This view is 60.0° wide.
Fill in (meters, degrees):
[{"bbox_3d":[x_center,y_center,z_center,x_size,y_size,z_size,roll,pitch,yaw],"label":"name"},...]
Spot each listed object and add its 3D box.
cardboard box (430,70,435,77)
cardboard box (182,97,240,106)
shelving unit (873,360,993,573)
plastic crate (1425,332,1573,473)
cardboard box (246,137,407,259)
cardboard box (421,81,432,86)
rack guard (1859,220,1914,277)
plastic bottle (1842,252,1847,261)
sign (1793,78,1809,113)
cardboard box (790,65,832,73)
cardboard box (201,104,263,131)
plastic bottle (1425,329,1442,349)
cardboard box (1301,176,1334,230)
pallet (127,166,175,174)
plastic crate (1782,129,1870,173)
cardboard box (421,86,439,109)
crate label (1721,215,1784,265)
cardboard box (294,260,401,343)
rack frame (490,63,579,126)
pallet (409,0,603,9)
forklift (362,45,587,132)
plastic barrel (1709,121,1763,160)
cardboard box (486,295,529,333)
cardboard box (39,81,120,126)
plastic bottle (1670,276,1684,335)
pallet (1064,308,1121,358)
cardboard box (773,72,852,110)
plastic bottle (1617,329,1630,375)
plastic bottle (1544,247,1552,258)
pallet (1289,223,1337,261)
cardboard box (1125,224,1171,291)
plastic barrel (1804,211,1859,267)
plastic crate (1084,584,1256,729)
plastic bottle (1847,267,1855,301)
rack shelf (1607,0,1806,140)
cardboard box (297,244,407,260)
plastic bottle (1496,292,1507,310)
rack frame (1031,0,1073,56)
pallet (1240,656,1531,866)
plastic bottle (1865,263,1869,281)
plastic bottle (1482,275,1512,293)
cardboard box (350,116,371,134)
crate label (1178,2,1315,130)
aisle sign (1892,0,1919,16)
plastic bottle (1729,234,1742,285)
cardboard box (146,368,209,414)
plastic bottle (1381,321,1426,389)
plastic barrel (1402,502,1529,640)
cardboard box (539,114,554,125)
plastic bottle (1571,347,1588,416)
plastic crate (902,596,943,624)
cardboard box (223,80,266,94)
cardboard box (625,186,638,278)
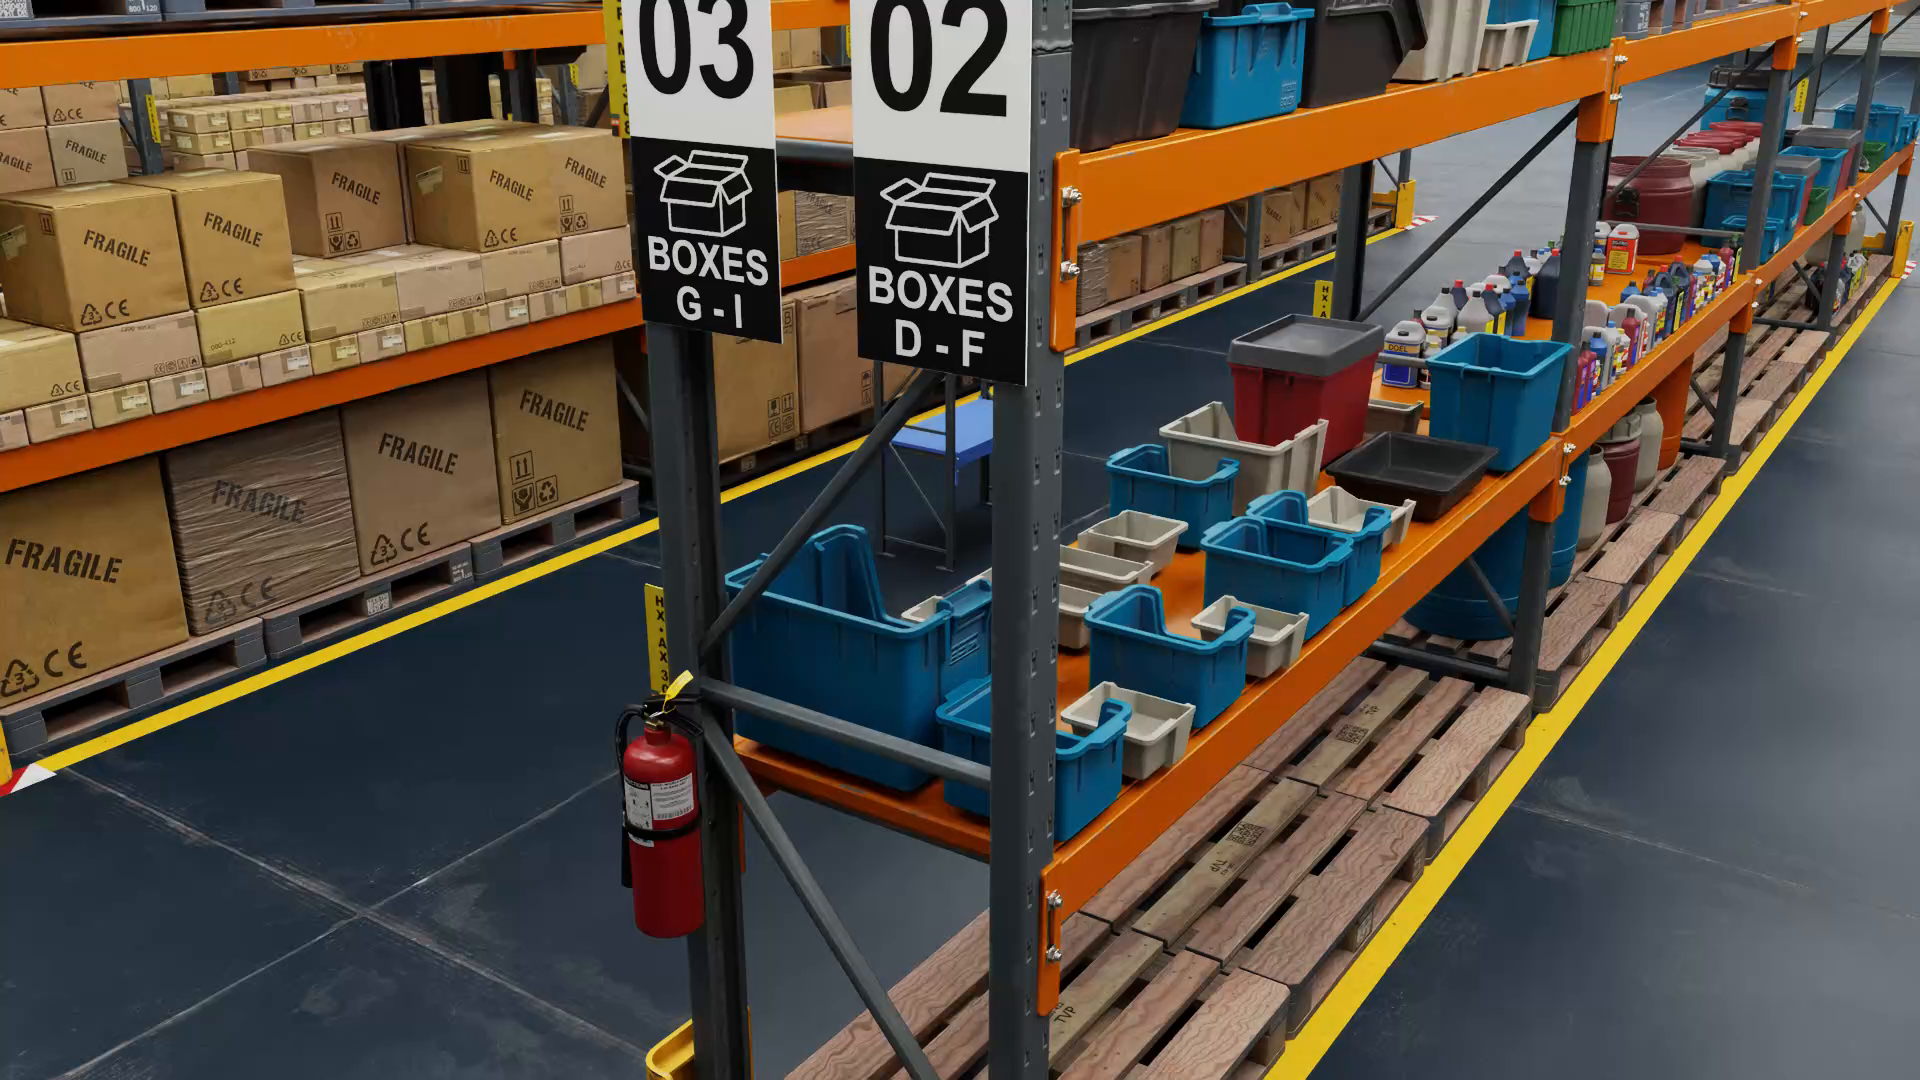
[{"bbox_3d":[-6.271,-5.547,19.694,0.380,0.149,0.250,14,24,32],"label":"cardboard box"},{"bbox_3d":[-5.776,-3.327,12.835,0.380,0.149,0.250,12,24,30],"label":"cardboard box"},{"bbox_3d":[0.048,-0.728,9.071,0.538,1.500,1.048,13,24,32],"label":"shelving unit"},{"bbox_3d":[2.023,-0.522,6.290,0.392,0.384,0.575,13,24,32],"label":"plastic crate"},{"bbox_3d":[-3.145,-1.712,8.275,0.500,0.500,0.500,12,24,30],"label":"cardboard box"},{"bbox_3d":[-4.749,-3.853,14.256,0.380,0.149,0.250,12,24,30],"label":"cardboard box"},{"bbox_3d":[8.746,-2.942,16.498,1.175,0.500,0.348,13,24,32],"label":"rack guard"},{"bbox_3d":[7.827,-2.419,14.762,0.061,0.283,0.133,13,24,32],"label":"plastic bottle"},{"bbox_3d":[8.297,-4.384,16.393,0.100,0.325,0.005,13,24,32],"label":"sign"},{"bbox_3d":[-1.713,-4.805,17.787,0.500,0.500,0.500,13,24,32],"label":"cardboard box"},{"bbox_3d":[-5.384,-3.127,12.295,0.380,0.149,0.250,14,25,33],"label":"cardboard box"},{"bbox_3d":[2.126,-0.850,7.526,0.097,0.201,0.097,0,20,0],"label":"plastic bottle"},{"bbox_3d":[3.613,-3.606,17.687,0.500,0.500,0.500,16,26,37],"label":"cardboard box"},{"bbox_3d":[-5.588,-2.765,12.694,1.003,0.211,1.213,13,24,32],"label":"pallet"},{"bbox_3d":[6.900,-3.094,13.395,0.767,0.338,0.504,13,24,32],"label":"plastic crate"},{"bbox_3d":[-4.363,-3.648,13.703,0.380,0.149,0.250,13,24,32],"label":"cardboard box"},{"bbox_3d":[4.799,-1.819,10.101,0.303,0.233,0.416,13,24,32],"label":"crate label"},{"bbox_3d":[-2.987,-1.119,7.755,0.500,0.250,0.500,13,24,31],"label":"cardboard box"},{"bbox_3d":[-3.889,-3.812,15.247,1.000,3.000,0.127,13,24,32],"label":"rack frame"},{"bbox_3d":[-2.561,-2.801,8.317,1.003,0.211,1.213,13,24,32],"label":"pallet"},{"bbox_3d":[-3.283,-2.504,11.809,1.130,2.935,3.031,13,24,31],"label":"forklift"},{"bbox_3d":[5.782,-2.830,12.395,0.433,0.535,0.433,0,20,0],"label":"plastic barrel"},{"bbox_3d":[-2.427,-1.178,8.487,0.380,0.149,0.250,14,24,33],"label":"cardboard box"},{"bbox_3d":[-6.178,-3.132,11.395,0.500,0.500,0.500,12,24,30],"label":"cardboard box"},{"bbox_3d":[3.556,-1.177,8.291,0.061,0.283,0.133,13,24,32],"label":"plastic bottle"},{"bbox_3d":[0.597,-1.732,13.643,1.003,0.211,1.213,13,24,32],"label":"pallet"},{"bbox_3d":[-1.009,-2.747,10.776,0.797,0.503,0.637,14,25,34],"label":"cardboard box"},{"bbox_3d":[2.982,-0.856,7.543,0.097,0.201,0.097,0,20,0],"label":"plastic bottle"},{"bbox_3d":[3.189,-1.463,9.083,0.097,0.271,0.097,0,20,0],"label":"plastic bottle"},{"bbox_3d":[3.438,-3.207,17.630,1.003,0.211,1.213,13,24,32],"label":"pallet"},{"bbox_3d":[1.444,-2.532,14.755,0.700,0.500,0.500,11,23,27],"label":"cardboard box"},{"bbox_3d":[8.161,-2.828,15.567,0.421,0.512,0.421,0,20,0],"label":"plastic barrel"},{"bbox_3d":[0.536,0.300,4.284,0.416,0.233,0.300,13,24,32],"label":"plastic crate"},{"bbox_3d":[7.531,-2.174,14.100,0.061,0.283,0.133,15,25,34],"label":"plastic bottle"},{"bbox_3d":[3.128,-2.346,7.996,1.077,0.370,4.000,13,24,32],"label":"rack shelf"},{"bbox_3d":[-3.143,-1.362,8.411,0.500,0.250,0.500,14,24,33],"label":"cardboard box"},{"bbox_3d":[2.560,-1.049,7.962,0.097,0.271,0.097,0,20,0],"label":"plastic bottle"},{"bbox_3d":[-0.245,-2.368,2.696,1.000,3.000,0.127,13,24,32],"label":"rack frame"},{"bbox_3d":[1.623,0.824,6.733,1.003,0.211,1.213,13,24,32],"label":"pallet"},{"bbox_3d":[8.080,-2.427,14.901,0.097,0.201,0.097,0,20,0],"label":"plastic bottle"},{"bbox_3d":[2.653,-1.175,8.296,0.152,0.276,0.135,13,24,32],"label":"plastic bottle"},{"bbox_3d":[-4.802,-3.284,13.147,0.380,0.149,0.250,13,24,31],"label":"cardboard box"},{"bbox_3d":[0.541,-1.093,3.788,0.408,0.251,0.502,13,24,32],"label":"crate label"},{"bbox_3d":[9.036,-5.327,15.596,0.394,0.787,0.004,13,24,32],"label":"aisle sign"},{"bbox_3d":[4.378,-1.596,9.424,0.061,0.283,0.133,13,24,32],"label":"plastic bottle"},{"bbox_3d":[-3.436,-0.663,7.095,0.380,0.149,0.250,13,24,31],"label":"cardboard box"},{"bbox_3d":[1.958,-0.820,7.338,0.152,0.276,0.135,13,24,32],"label":"plastic bottle"},{"bbox_3d":[2.324,-0.068,7.544,0.600,0.901,0.708,13,24,32],"label":"plastic barrel"},{"bbox_3d":[-3.786,-3.660,14.593,0.380,0.149,0.250,14,24,33],"label":"cardboard box"},{"bbox_3d":[2.563,-0.670,6.920,0.061,0.283,0.133,13,24,32],"label":"plastic bottle"},{"bbox_3d":[0.064,0.272,4.500,0.396,0.136,0.243,13,24,32],"label":"plastic crate"},{"bbox_3d":[-7.703,-4.885,17.904,0.380,0.149,0.250,12,23,29],"label":"cardboard box"},{"bbox_3d":[-1.627,-1.798,9.659,0.500,0.500,0.500,13,24,32],"label":"cardboard box"}]
